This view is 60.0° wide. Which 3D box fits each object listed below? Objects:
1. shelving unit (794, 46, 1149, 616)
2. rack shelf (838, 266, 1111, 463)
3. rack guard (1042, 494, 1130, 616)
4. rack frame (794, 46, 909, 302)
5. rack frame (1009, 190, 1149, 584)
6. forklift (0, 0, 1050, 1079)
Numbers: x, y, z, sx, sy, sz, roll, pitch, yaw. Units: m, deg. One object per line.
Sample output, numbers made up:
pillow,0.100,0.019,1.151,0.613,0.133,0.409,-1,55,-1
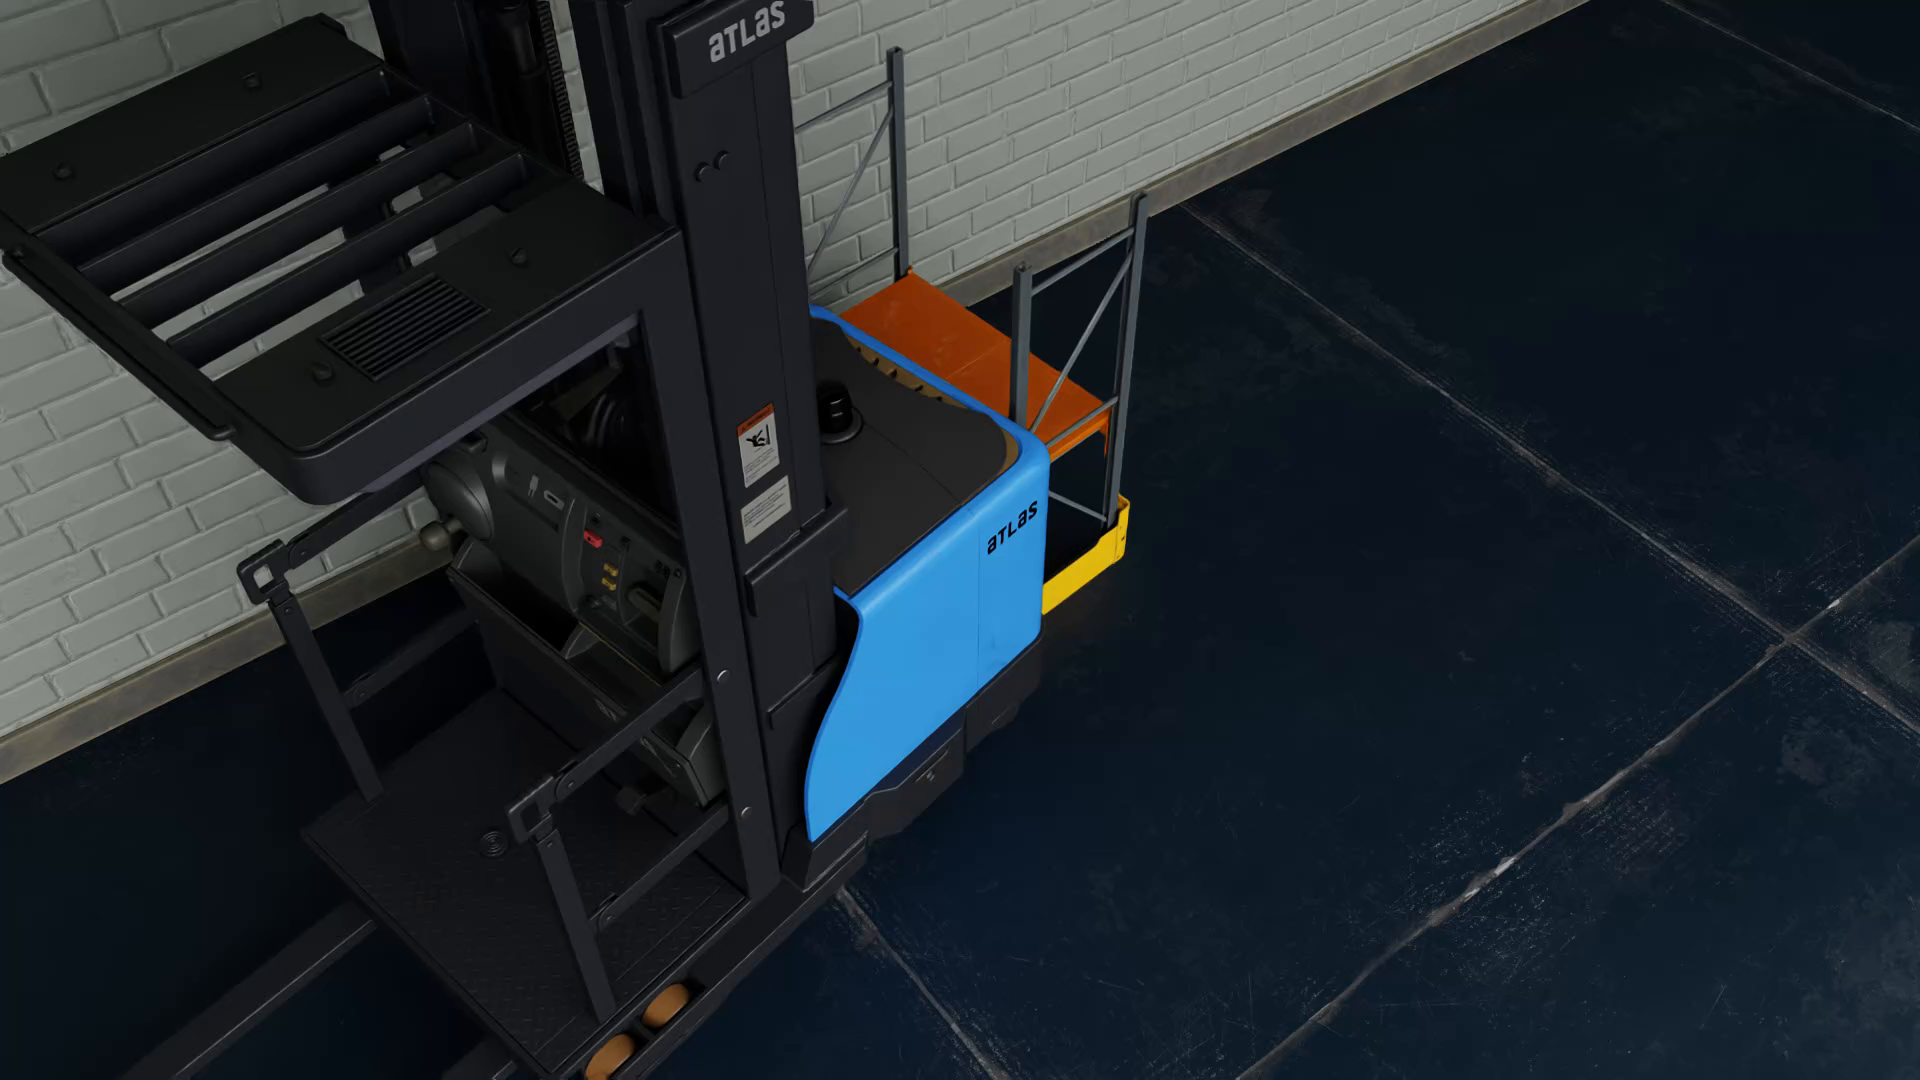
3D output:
shelving unit,-0.011,-0.599,5.281,0.587,1.500,1.083,-35,57,-27
rack shelf,-0.017,-0.483,5.418,0.538,0.185,1.000,-35,57,-27
rack guard,0.331,0.089,5.500,0.587,0.250,0.087,-35,57,-27
rack frame,-0.366,-0.878,5.533,0.500,1.500,0.032,-35,57,-27
rack frame,0.332,-0.330,5.037,0.500,1.500,0.032,-35,57,-27
forklift,-1.090,0.058,3.719,1.130,2.935,3.031,33,56,26
